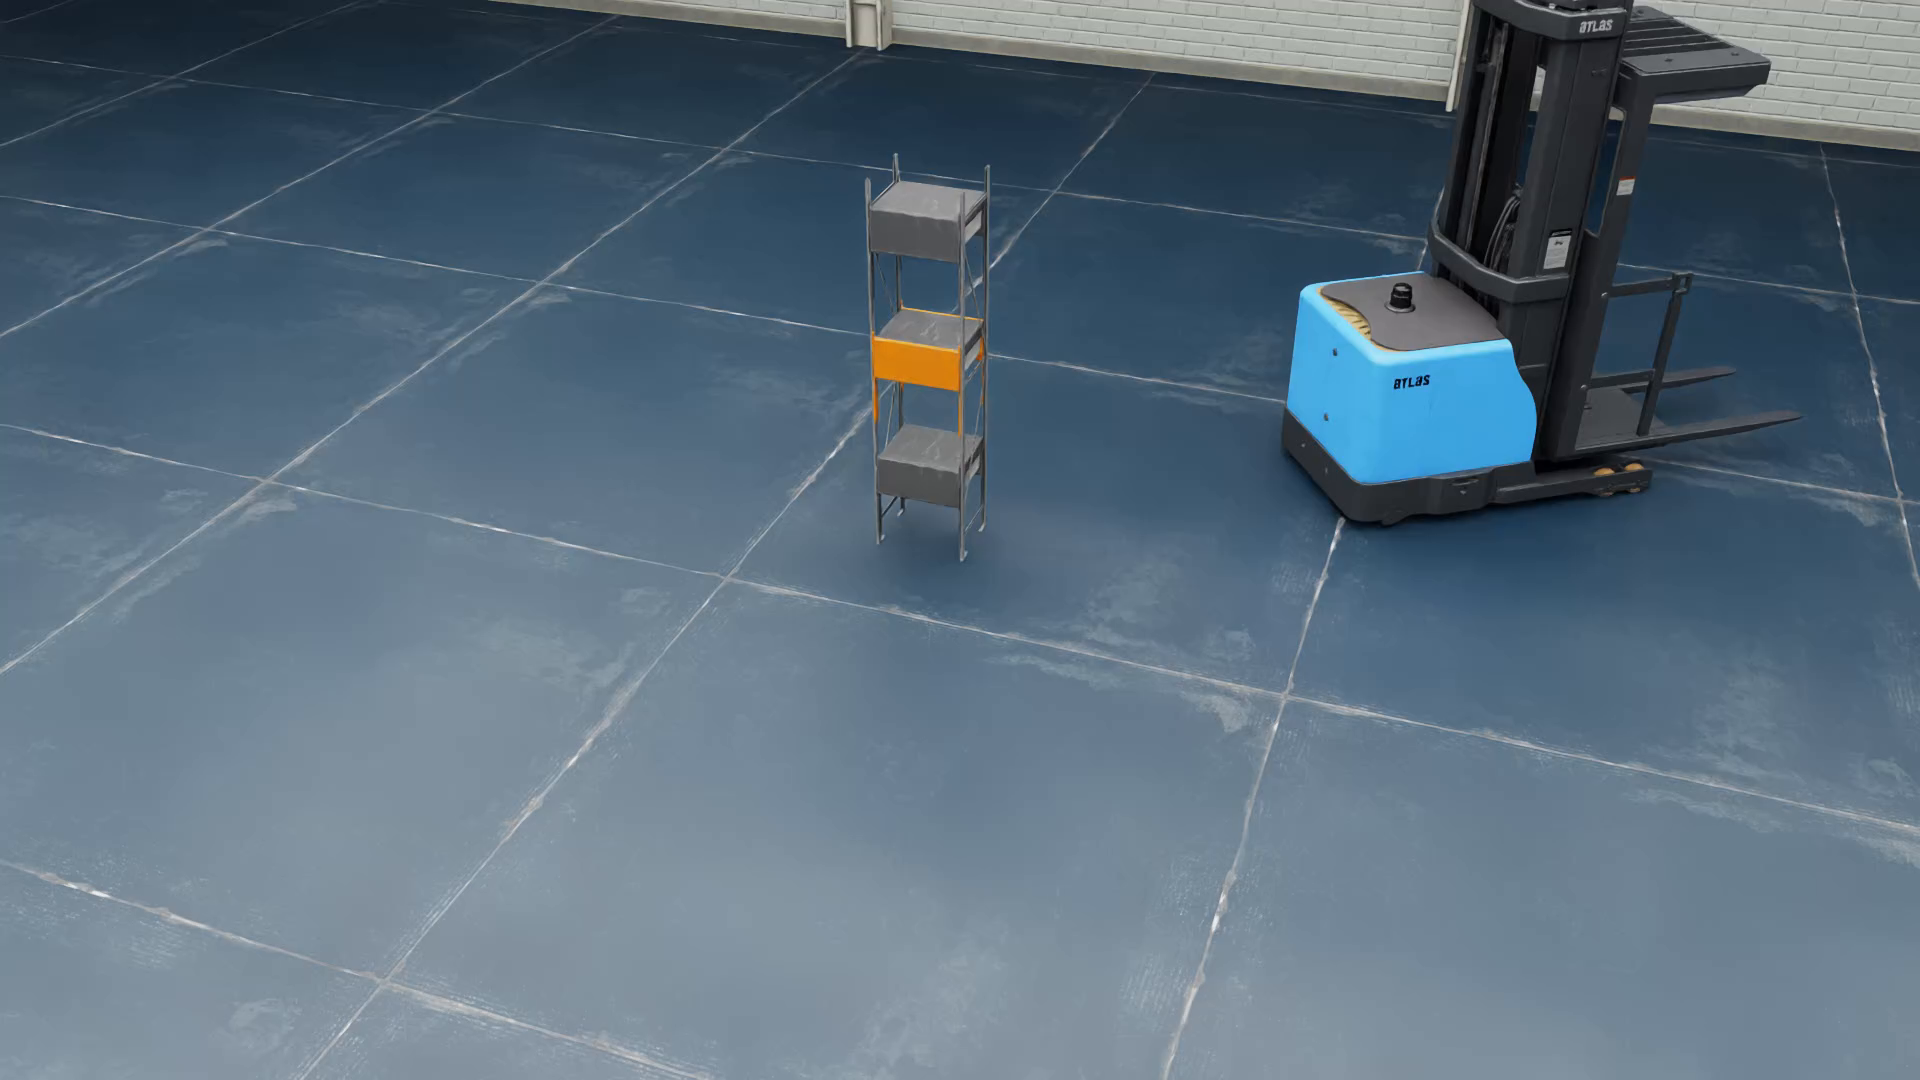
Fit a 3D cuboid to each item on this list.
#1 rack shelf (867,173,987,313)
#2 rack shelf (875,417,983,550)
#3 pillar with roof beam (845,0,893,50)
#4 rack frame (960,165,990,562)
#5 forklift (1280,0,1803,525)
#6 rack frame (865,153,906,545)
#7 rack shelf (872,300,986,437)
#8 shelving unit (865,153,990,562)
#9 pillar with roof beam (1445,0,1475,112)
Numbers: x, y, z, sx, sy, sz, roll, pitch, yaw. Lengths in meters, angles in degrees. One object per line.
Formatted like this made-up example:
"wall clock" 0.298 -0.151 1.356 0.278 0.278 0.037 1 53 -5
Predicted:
"rack shelf" -0.156 -1.489 8.323 0.480 0.518 0.431 11 34 16
"rack shelf" -0.156 -0.313 9.083 0.480 0.518 0.431 11 34 16
"pillar with roof beam" -2.381 -6.684 11.275 0.400 9.000 9.100 11 34 16
"rack frame" 0.074 -0.868 8.626 0.015 2.100 0.400 11 34 16
"forklift" 3.503 -1.748 9.223 3.031 2.935 1.130 -8 34 -13
"rack frame" -0.386 -0.957 8.765 0.015 2.100 0.400 11 34 16
"rack shelf" -0.156 -0.901 8.703 0.480 0.518 0.431 11 34 16
"shelving unit" -0.156 -0.912 8.695 0.503 2.100 0.431 11 34 16
"pillar with roof beam" 3.267 -5.586 9.574 0.400 9.000 9.100 11 34 16
